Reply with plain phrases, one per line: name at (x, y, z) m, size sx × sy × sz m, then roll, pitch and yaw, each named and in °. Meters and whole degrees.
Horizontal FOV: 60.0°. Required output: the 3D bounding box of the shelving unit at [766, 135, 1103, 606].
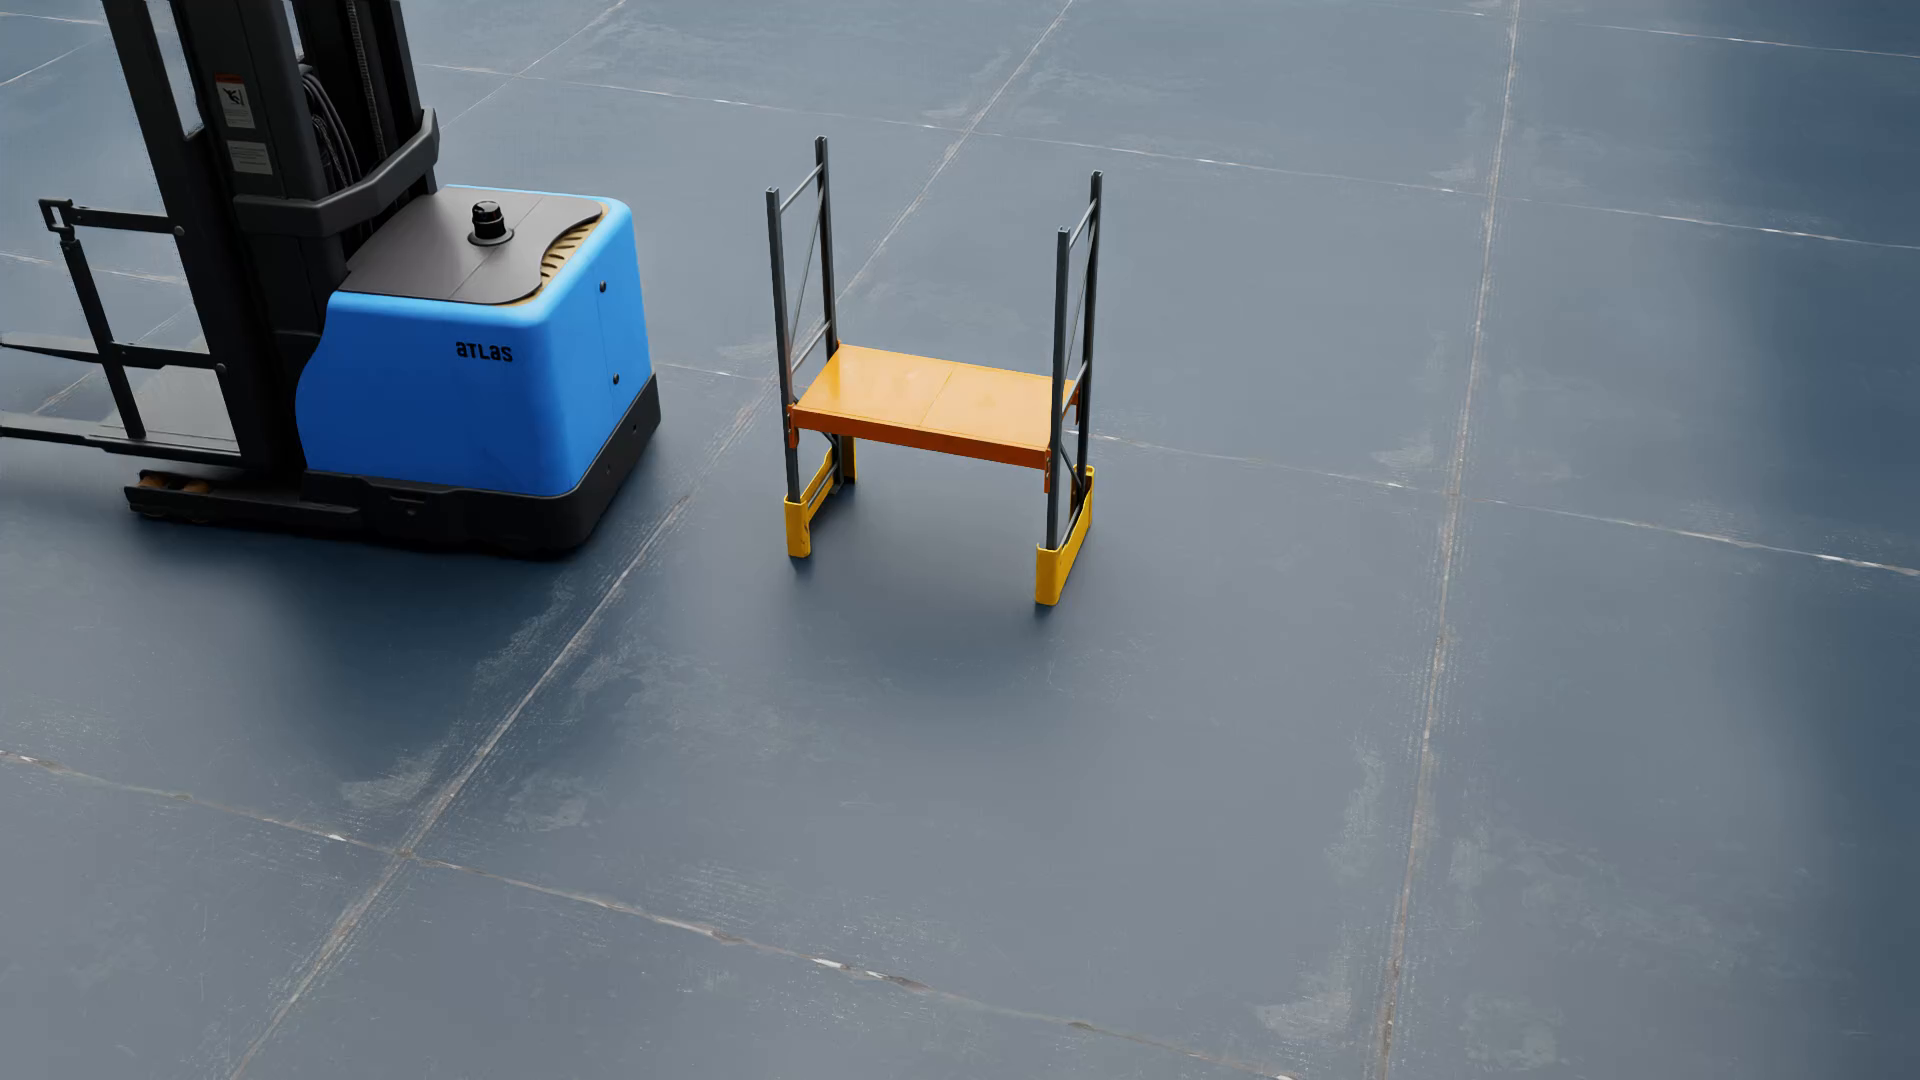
shelving unit at (-0.073, -0.618, 6.109) m, size 1.083 × 1.500 × 0.587 m, roll 10°, pitch 38°, yaw 14°

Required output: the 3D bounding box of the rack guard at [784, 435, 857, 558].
rack guard at (-0.548, -0.202, 6.599) m, size 0.087 × 0.250 × 0.587 m, roll 10°, pitch 38°, yaw 14°

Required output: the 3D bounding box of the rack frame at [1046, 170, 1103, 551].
rack frame at (0.404, -0.529, 5.989) m, size 0.032 × 1.500 × 0.500 m, roll 10°, pitch 38°, yaw 14°

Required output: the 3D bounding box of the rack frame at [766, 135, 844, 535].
rack frame at (-0.567, -0.709, 6.233) m, size 0.032 × 1.500 × 0.500 m, roll 10°, pitch 38°, yaw 14°

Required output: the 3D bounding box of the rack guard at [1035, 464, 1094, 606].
rack guard at (0.403, -0.026, 6.360) m, size 0.087 × 0.250 × 0.587 m, roll 10°, pitch 38°, yaw 14°

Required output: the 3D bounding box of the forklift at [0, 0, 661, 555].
forklift at (-2.847, -1.549, 6.167) m, size 3.031 × 2.935 × 1.130 m, roll 7°, pitch 37°, yaw 9°

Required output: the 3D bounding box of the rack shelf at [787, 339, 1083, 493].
rack shelf at (-0.081, -0.474, 6.217) m, size 1.000 × 0.185 × 0.538 m, roll 10°, pitch 38°, yaw 14°
